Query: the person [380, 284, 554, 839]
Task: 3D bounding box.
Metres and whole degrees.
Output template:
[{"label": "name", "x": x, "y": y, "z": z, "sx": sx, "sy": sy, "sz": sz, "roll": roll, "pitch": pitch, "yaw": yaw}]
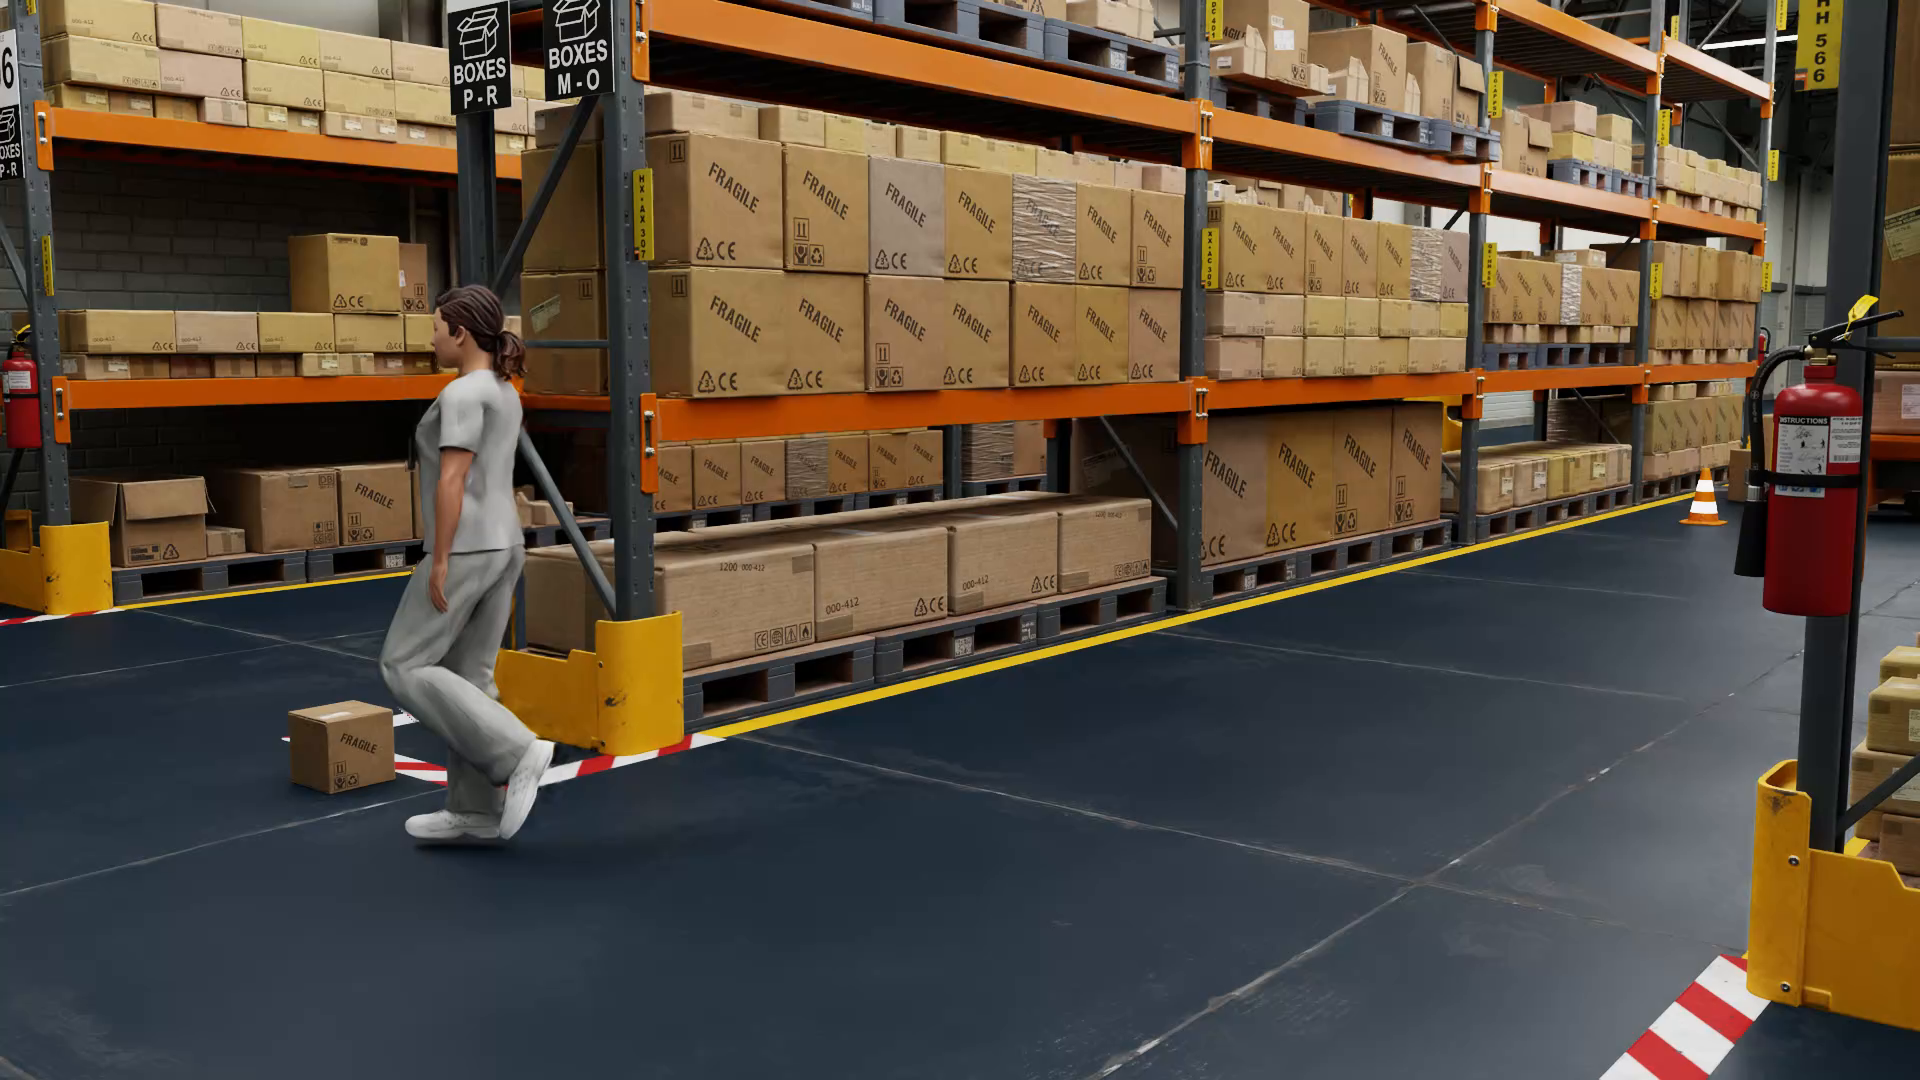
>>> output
[{"label": "person", "x": -1.439, "y": 0.067, "z": 4.994, "sx": 0.509, "sy": 1.656, "sz": 0.532, "roll": 0, "pitch": 7, "yaw": 2}]
